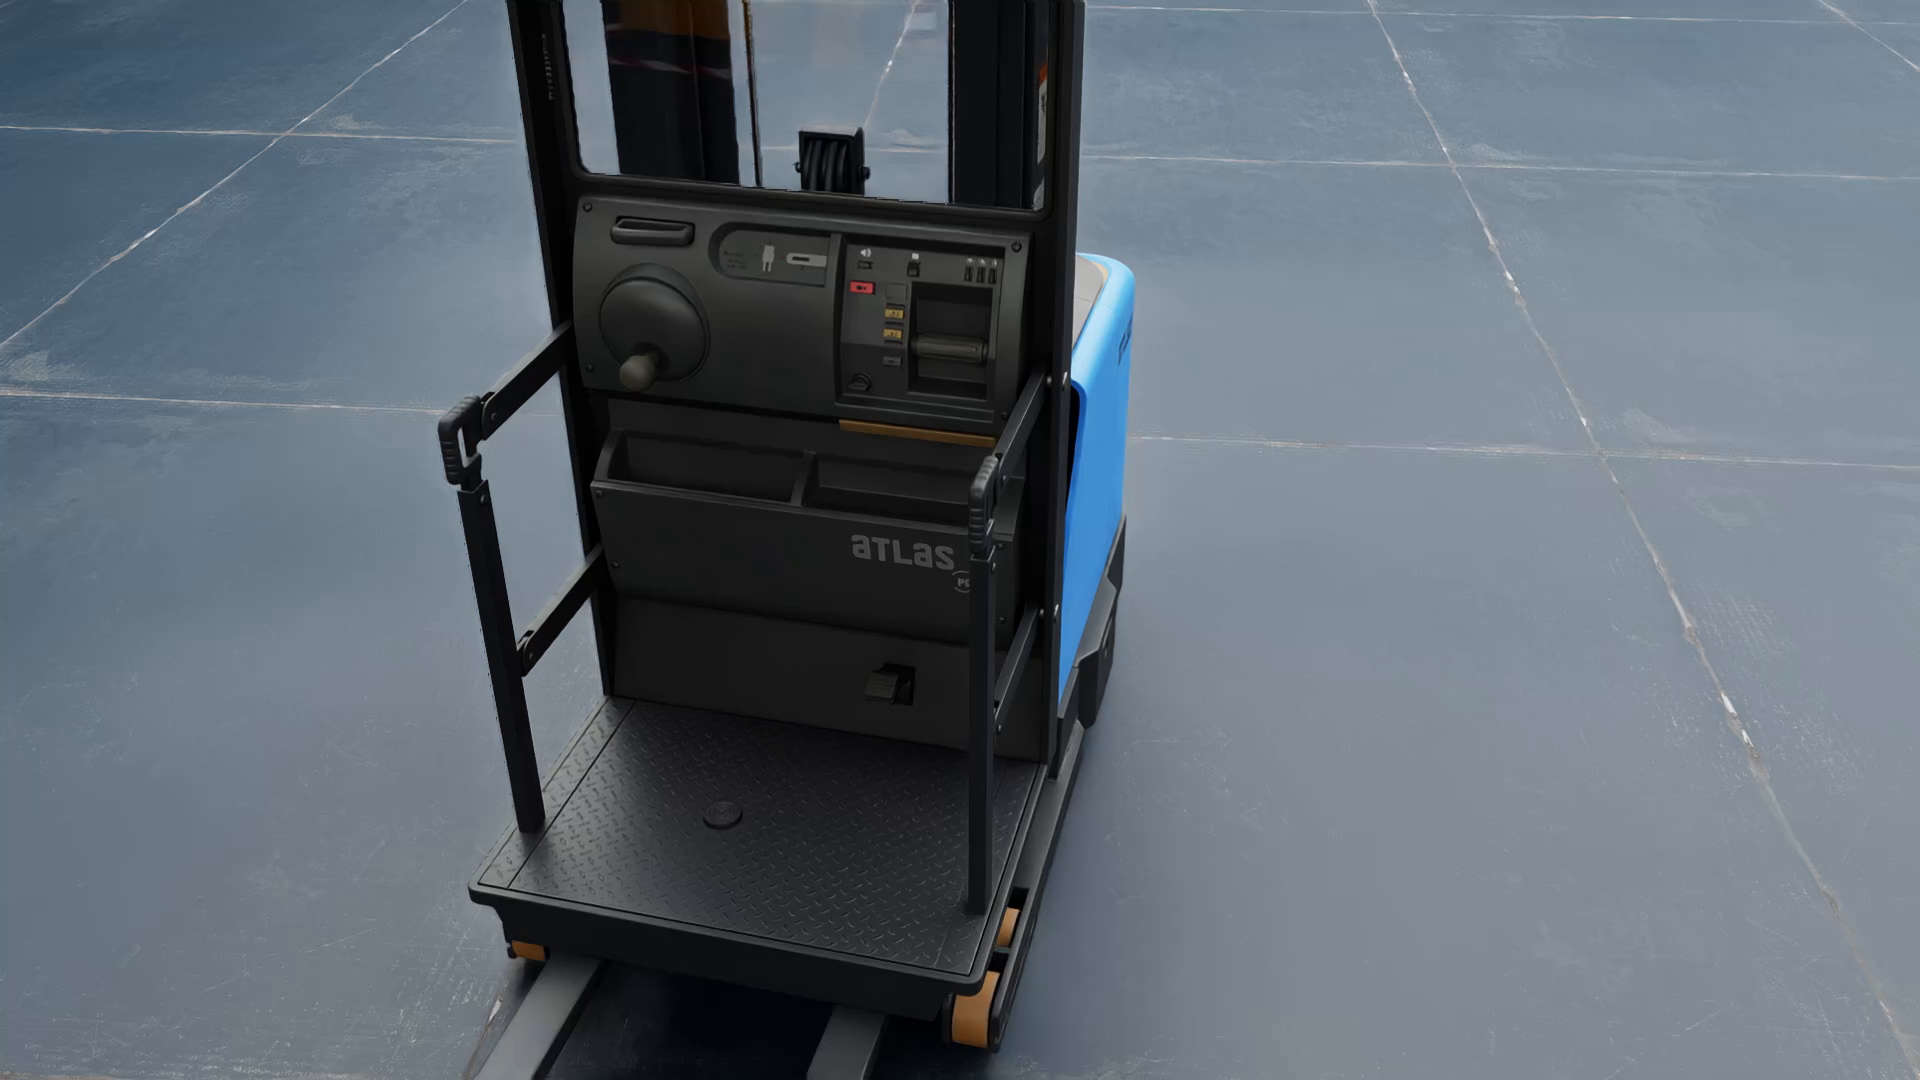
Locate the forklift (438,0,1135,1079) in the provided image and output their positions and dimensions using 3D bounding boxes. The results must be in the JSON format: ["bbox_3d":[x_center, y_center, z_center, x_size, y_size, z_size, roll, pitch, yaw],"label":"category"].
[{"bbox_3d":[-0.376,-0.402,3.108,1.130,2.935,3.031,7,32,12],"label":"forklift"}]
